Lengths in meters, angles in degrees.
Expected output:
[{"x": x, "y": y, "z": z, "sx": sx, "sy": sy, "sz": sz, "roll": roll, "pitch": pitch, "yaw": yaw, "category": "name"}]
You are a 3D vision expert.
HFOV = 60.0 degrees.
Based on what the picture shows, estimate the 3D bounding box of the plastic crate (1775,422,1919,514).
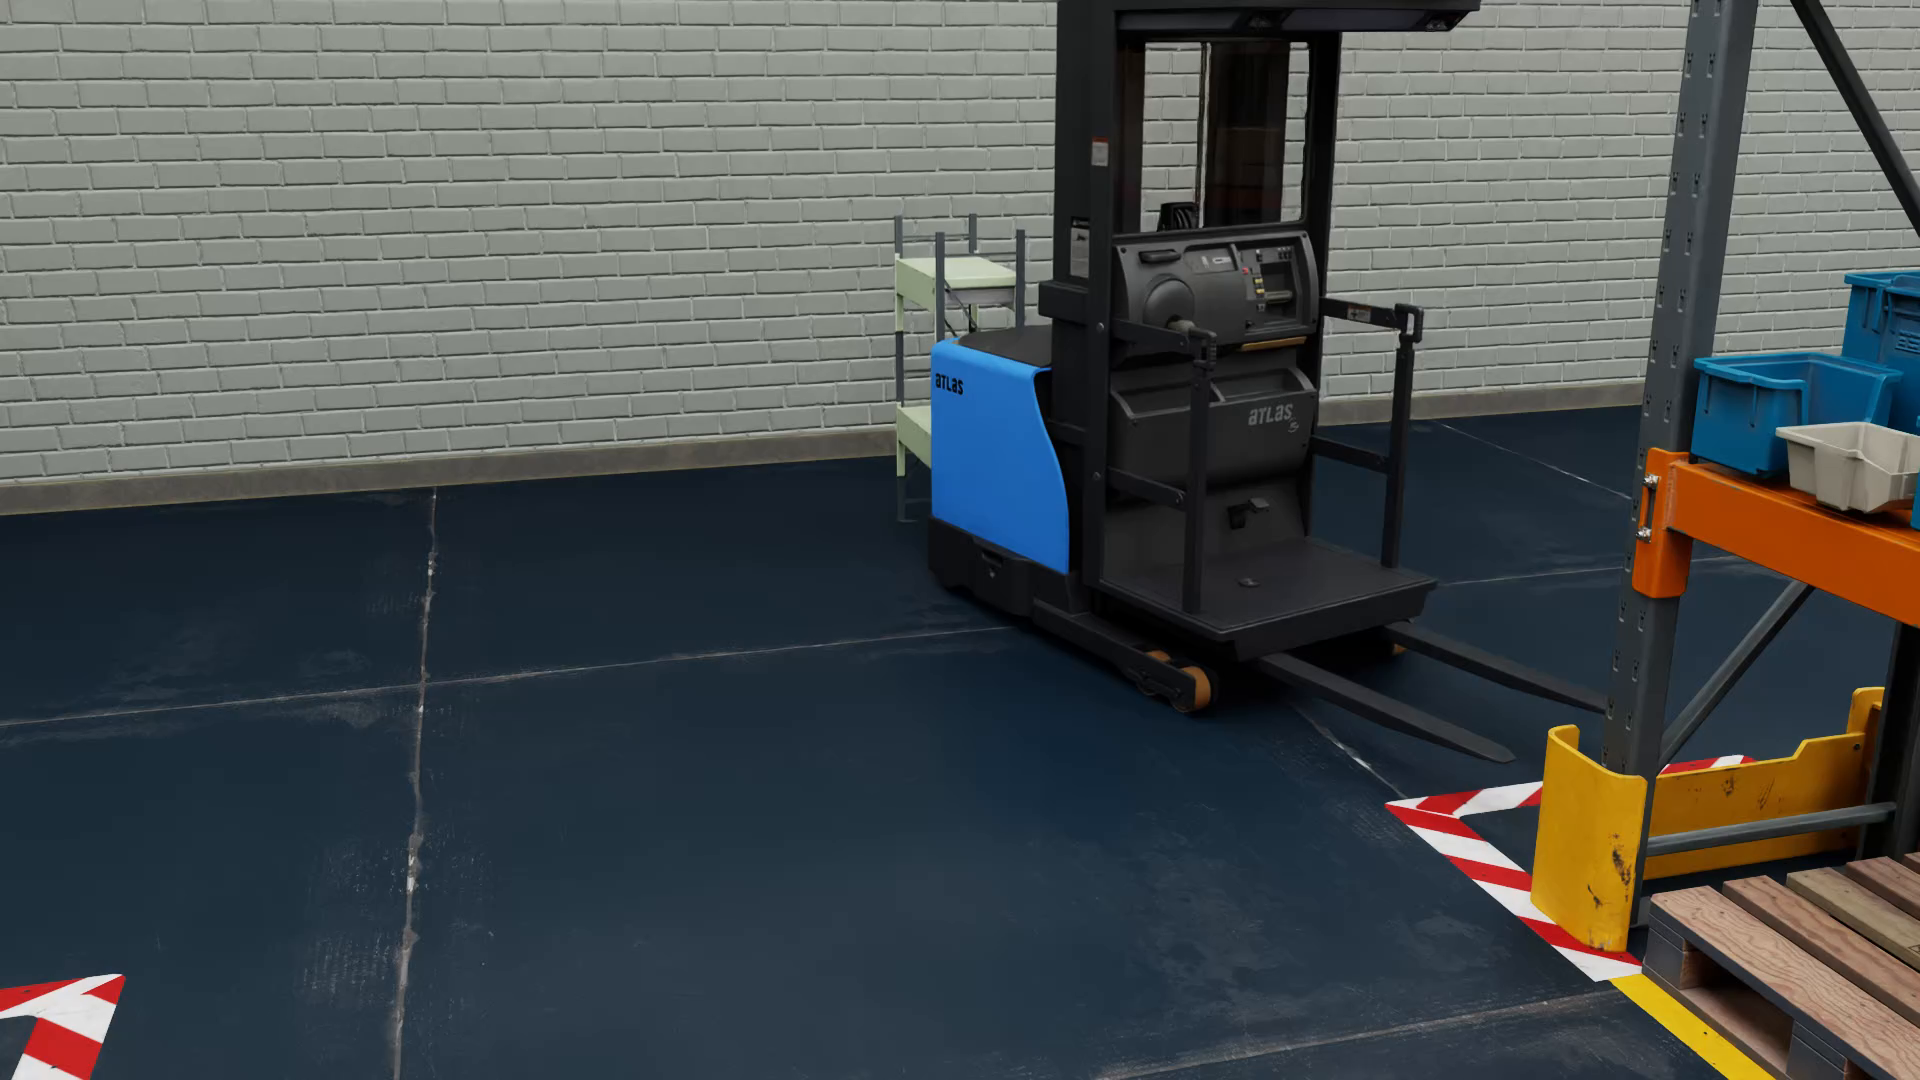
[{"x": 1.956, "y": -0.152, "z": 3.597, "sx": 0.250, "sy": 0.136, "sz": 0.298, "roll": -5, "pitch": 17, "yaw": -15, "category": "plastic crate"}]

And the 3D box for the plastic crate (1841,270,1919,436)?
[{"x": 2.468, "y": -0.406, "z": 3.925, "sx": 0.616, "sy": 0.435, "sz": 0.499, "roll": -5, "pitch": 17, "yaw": -15, "category": "plastic crate"}]

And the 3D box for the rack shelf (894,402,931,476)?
[{"x": -0.013, "y": -0.410, "z": 7.842, "sx": 0.431, "sy": 0.370, "sz": 0.720, "roll": -5, "pitch": 17, "yaw": -16, "category": "rack shelf"}]

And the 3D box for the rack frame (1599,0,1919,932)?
[{"x": 2.196, "y": -0.439, "z": 4.198, "sx": 1.000, "sy": 3.000, "sz": 0.127, "roll": -5, "pitch": 17, "yaw": -15, "category": "rack frame"}]

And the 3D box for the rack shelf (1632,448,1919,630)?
[{"x": 2.746, "y": 0.459, "z": 2.460, "sx": 1.077, "sy": 0.370, "sz": 4.000, "roll": -5, "pitch": 17, "yaw": -15, "category": "rack shelf"}]

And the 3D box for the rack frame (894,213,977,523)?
[{"x": -0.115, "y": -0.823, "z": 8.085, "sx": 0.400, "sy": 1.500, "sz": 0.023, "roll": -5, "pitch": 17, "yaw": -16, "category": "rack frame"}]

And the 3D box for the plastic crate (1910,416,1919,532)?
[{"x": 2.129, "y": -0.111, "z": 3.294, "sx": 0.416, "sy": 0.233, "sz": 0.300, "roll": -5, "pitch": 17, "yaw": -15, "category": "plastic crate"}]

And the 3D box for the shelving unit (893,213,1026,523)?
[{"x": -0.013, "y": -0.722, "z": 7.749, "sx": 0.431, "sy": 1.500, "sz": 0.755, "roll": -5, "pitch": 17, "yaw": -16, "category": "shelving unit"}]

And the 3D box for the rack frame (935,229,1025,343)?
[{"x": 0.089, "y": -0.621, "z": 7.412, "sx": 0.400, "sy": 1.500, "sz": 0.023, "roll": -5, "pitch": 17, "yaw": -16, "category": "rack frame"}]

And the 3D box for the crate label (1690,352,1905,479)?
[{"x": 1.948, "y": -0.293, "z": 3.900, "sx": 0.416, "sy": 0.233, "sz": 0.303, "roll": -5, "pitch": 17, "yaw": -15, "category": "crate label"}]

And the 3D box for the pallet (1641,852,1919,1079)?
[{"x": 2.386, "y": 1.128, "z": 3.830, "sx": 1.003, "sy": 0.211, "sz": 1.213, "roll": -5, "pitch": 17, "yaw": -15, "category": "pallet"}]

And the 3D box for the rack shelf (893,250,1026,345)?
[{"x": -0.013, "y": -1.096, "z": 7.636, "sx": 0.431, "sy": 0.370, "sz": 0.720, "roll": -5, "pitch": 17, "yaw": -16, "category": "rack shelf"}]

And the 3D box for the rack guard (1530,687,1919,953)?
[{"x": 2.177, "y": 0.753, "z": 4.577, "sx": 1.175, "sy": 0.500, "sz": 0.348, "roll": -5, "pitch": 17, "yaw": -15, "category": "rack guard"}]

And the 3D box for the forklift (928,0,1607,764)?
[{"x": 1.082, "y": -0.943, "z": 5.998, "sx": 1.130, "sy": 2.935, "sz": 3.031, "roll": -11, "pitch": 20, "yaw": -31, "category": "forklift"}]
